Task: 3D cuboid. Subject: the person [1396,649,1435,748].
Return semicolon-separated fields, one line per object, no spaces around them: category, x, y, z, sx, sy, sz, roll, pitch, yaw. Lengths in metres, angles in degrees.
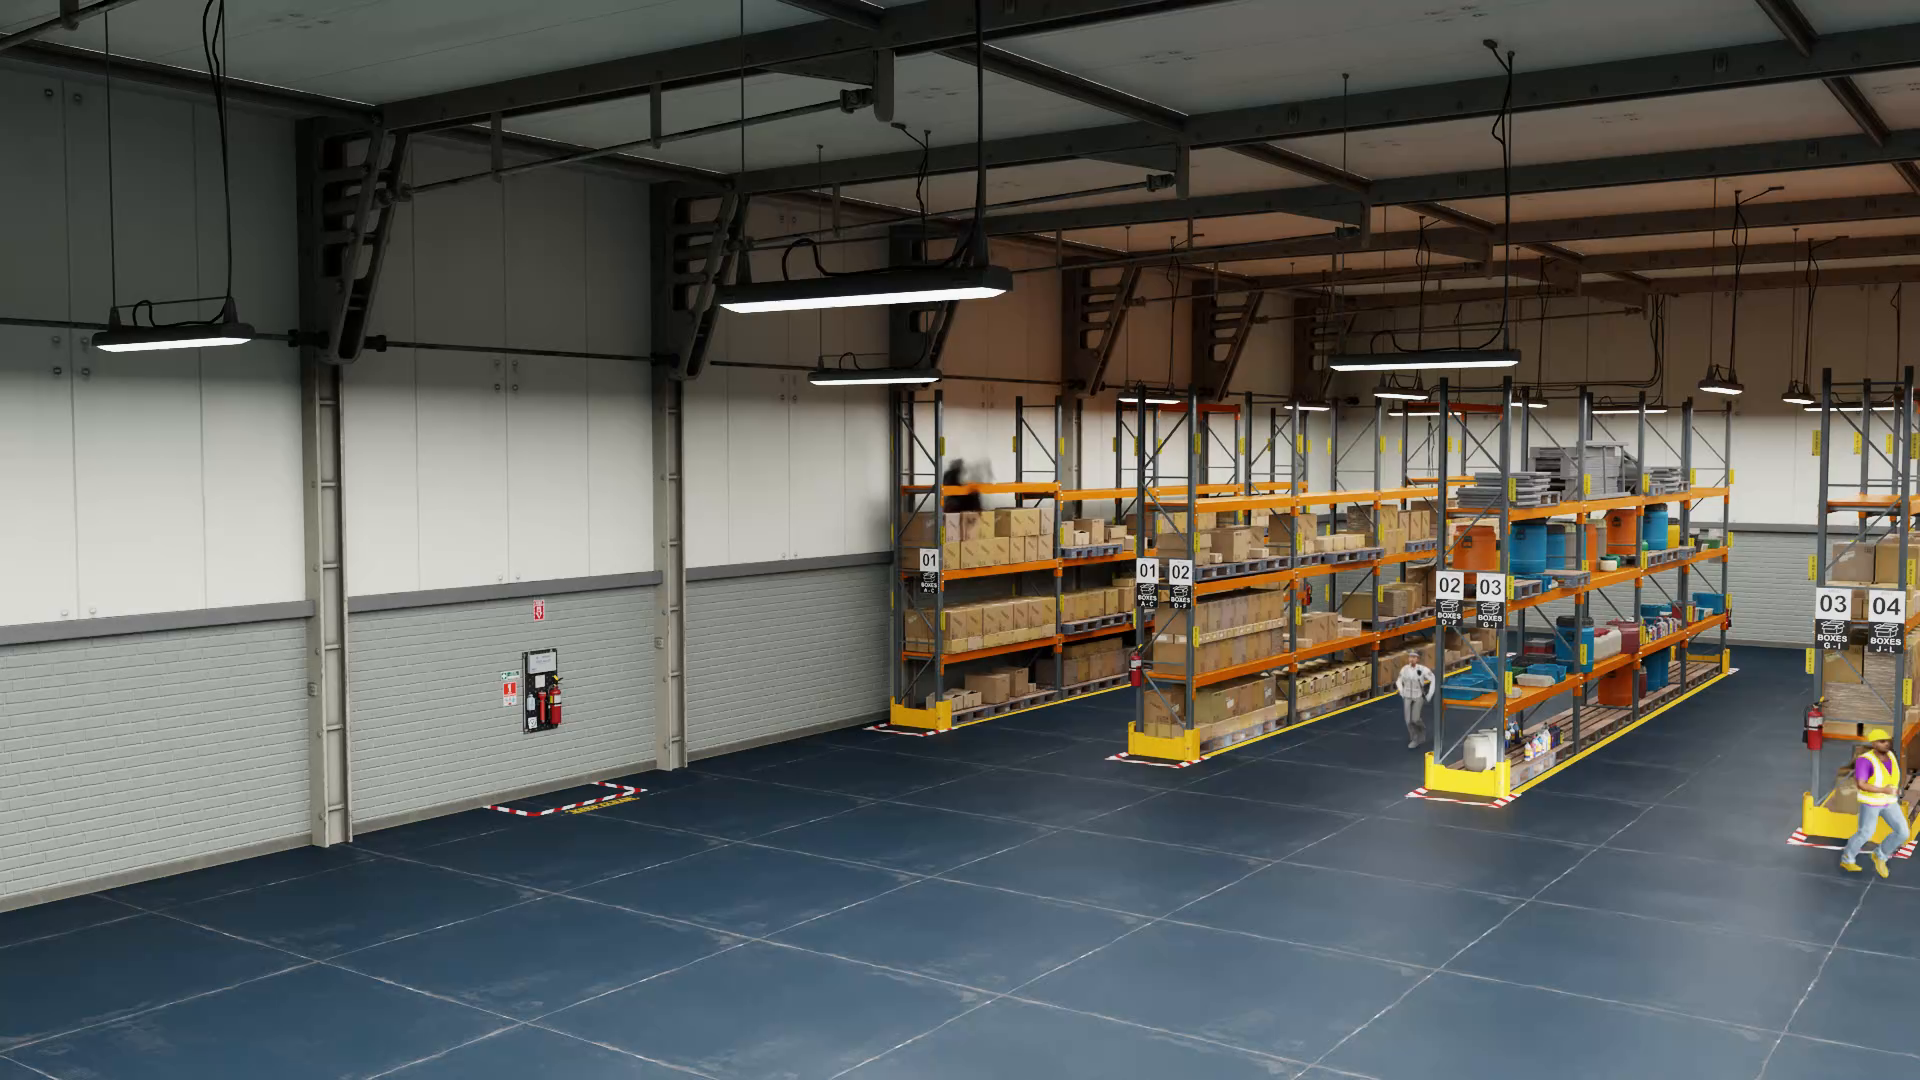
person;7.529;2.626;27.555;0.643;1.652;0.560;2;4;34

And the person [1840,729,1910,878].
person;10.620;3.033;19.196;0.718;1.729;0.837;-1;3;-13
